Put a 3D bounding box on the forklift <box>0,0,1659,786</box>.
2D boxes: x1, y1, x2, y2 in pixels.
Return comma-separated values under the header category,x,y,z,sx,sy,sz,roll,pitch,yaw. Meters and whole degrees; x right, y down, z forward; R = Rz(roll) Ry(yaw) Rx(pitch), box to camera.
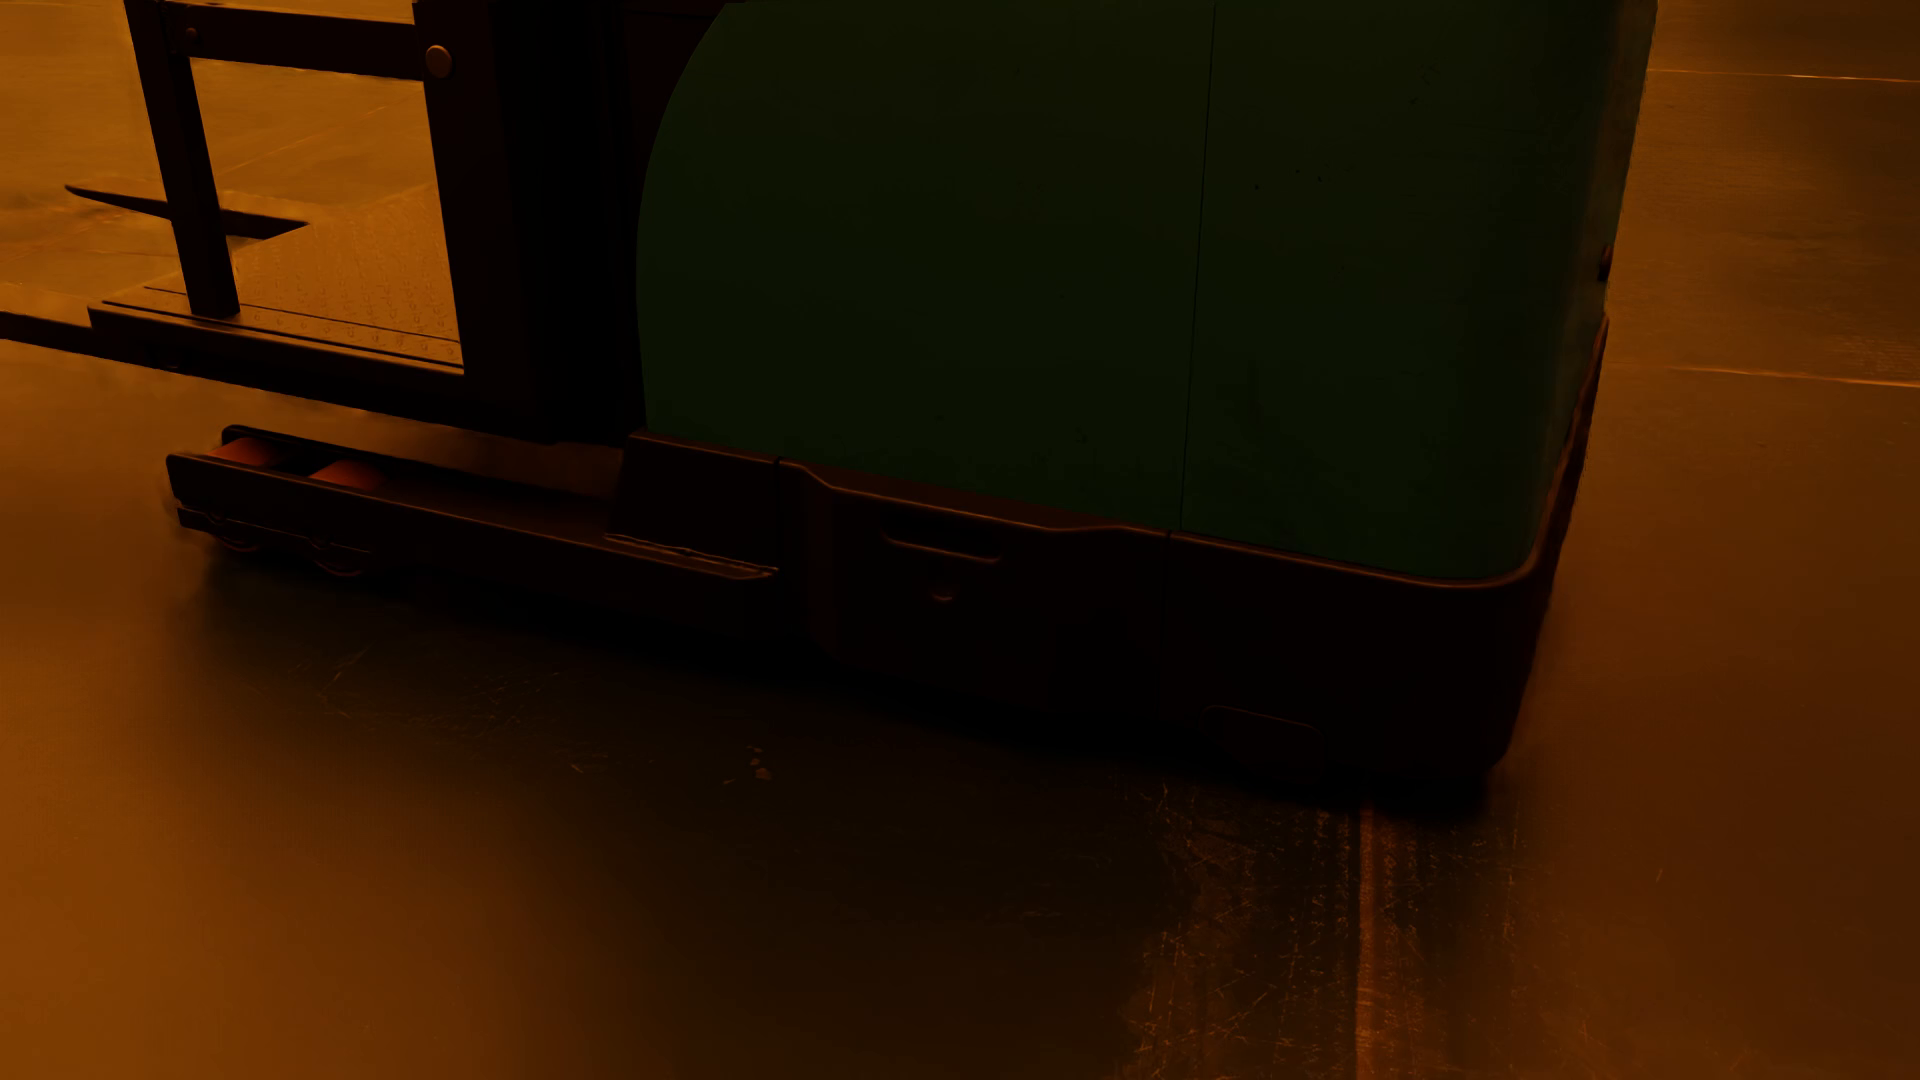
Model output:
category,x,y,z,sx,sy,sz,roll,pitch,yaw
forklift,-0.597,-1.459,2.137,3.031,2.935,1.130,11,29,21
